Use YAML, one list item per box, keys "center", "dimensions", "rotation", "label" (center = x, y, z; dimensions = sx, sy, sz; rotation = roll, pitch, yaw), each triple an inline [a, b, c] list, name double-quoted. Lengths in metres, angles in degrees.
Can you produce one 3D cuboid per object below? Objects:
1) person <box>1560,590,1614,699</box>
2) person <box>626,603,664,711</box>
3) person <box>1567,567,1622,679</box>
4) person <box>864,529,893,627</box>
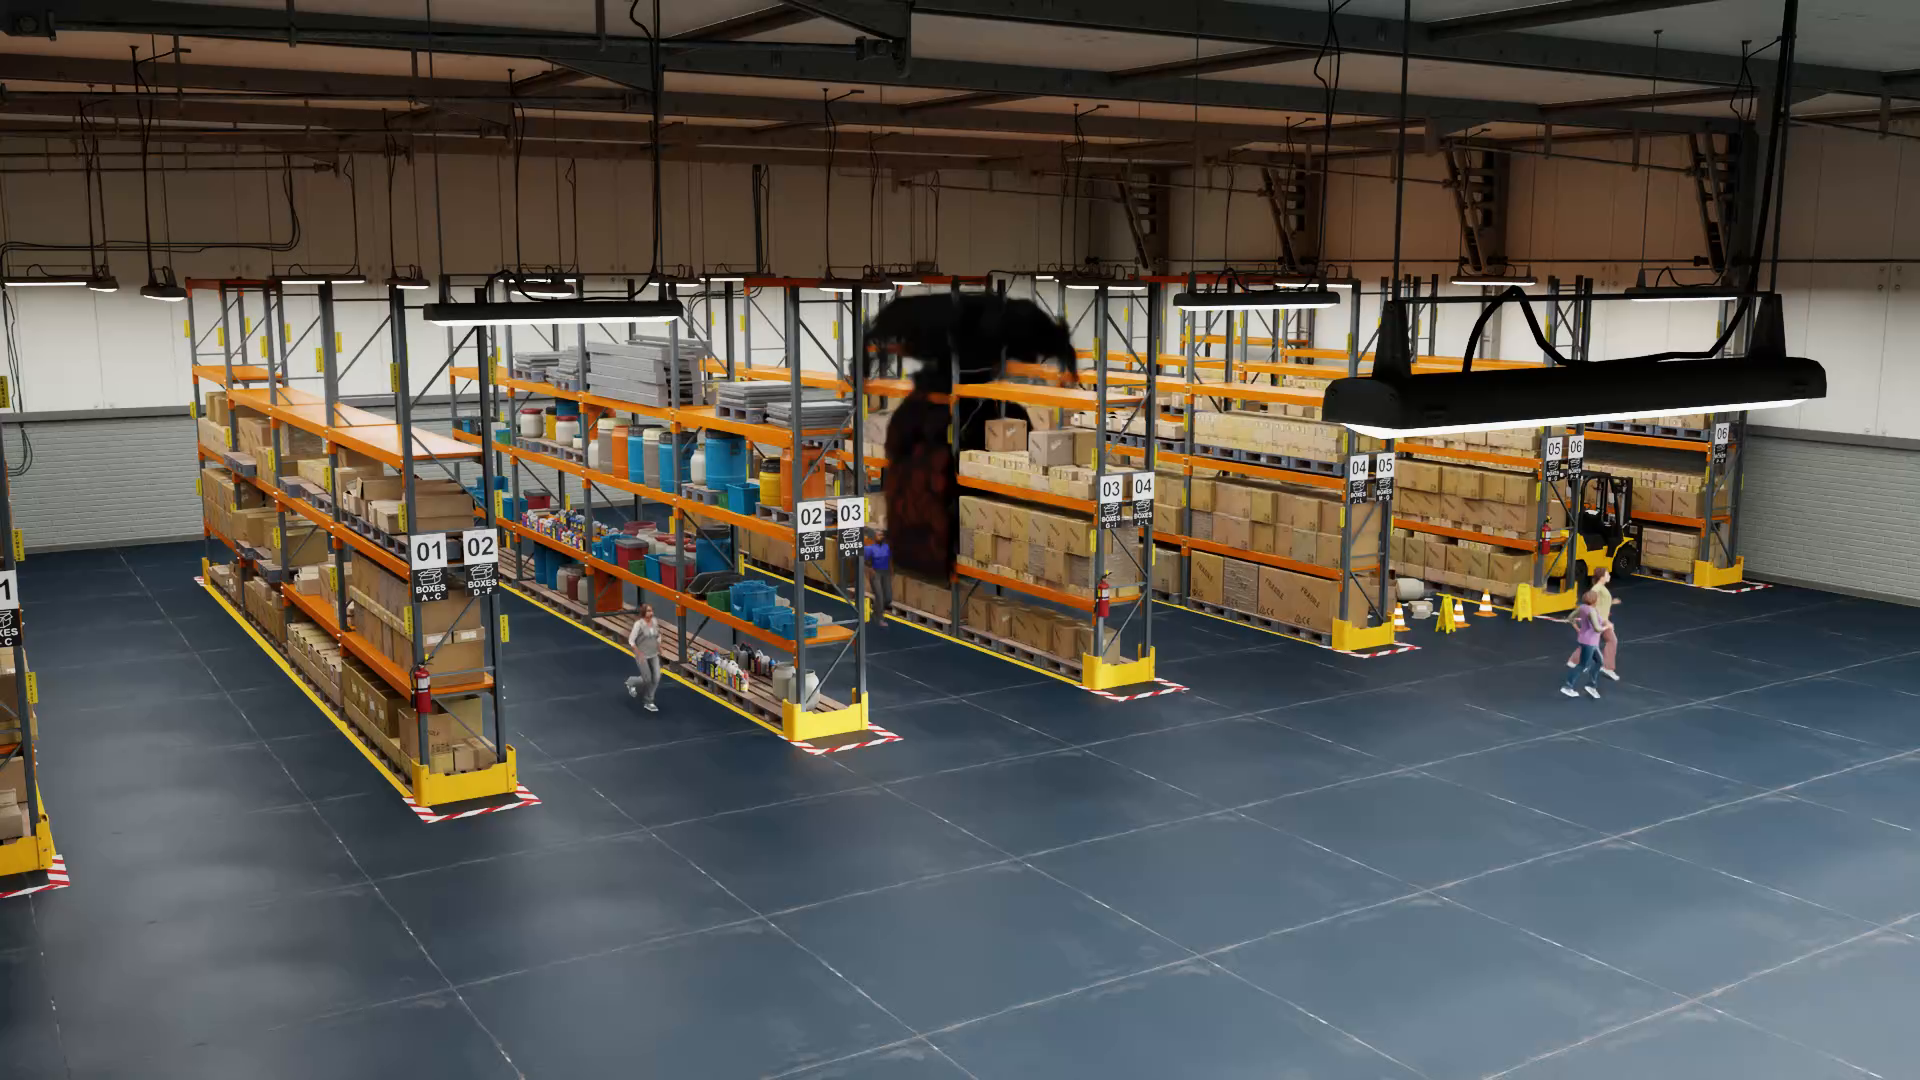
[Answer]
- center: [9.100, 1.526, 24.109]
  dimensions: [0.708, 1.638, 0.504]
  rotation: [1, 10, 6]
  label: "person"
- center: [-4.484, 1.643, 23.635]
  dimensions: [0.522, 1.554, 0.571]
  rotation: [-9, 13, -44]
  label: "person"
- center: [9.739, 1.265, 25.479]
  dimensions: [0.762, 1.729, 0.562]
  rotation: [2, 10, 12]
  label: "person"
- center: [-1.357, 0.617, 27.737]
  dimensions: [0.576, 1.616, 0.557]
  rotation: [-6, 11, -31]
  label: "person"
